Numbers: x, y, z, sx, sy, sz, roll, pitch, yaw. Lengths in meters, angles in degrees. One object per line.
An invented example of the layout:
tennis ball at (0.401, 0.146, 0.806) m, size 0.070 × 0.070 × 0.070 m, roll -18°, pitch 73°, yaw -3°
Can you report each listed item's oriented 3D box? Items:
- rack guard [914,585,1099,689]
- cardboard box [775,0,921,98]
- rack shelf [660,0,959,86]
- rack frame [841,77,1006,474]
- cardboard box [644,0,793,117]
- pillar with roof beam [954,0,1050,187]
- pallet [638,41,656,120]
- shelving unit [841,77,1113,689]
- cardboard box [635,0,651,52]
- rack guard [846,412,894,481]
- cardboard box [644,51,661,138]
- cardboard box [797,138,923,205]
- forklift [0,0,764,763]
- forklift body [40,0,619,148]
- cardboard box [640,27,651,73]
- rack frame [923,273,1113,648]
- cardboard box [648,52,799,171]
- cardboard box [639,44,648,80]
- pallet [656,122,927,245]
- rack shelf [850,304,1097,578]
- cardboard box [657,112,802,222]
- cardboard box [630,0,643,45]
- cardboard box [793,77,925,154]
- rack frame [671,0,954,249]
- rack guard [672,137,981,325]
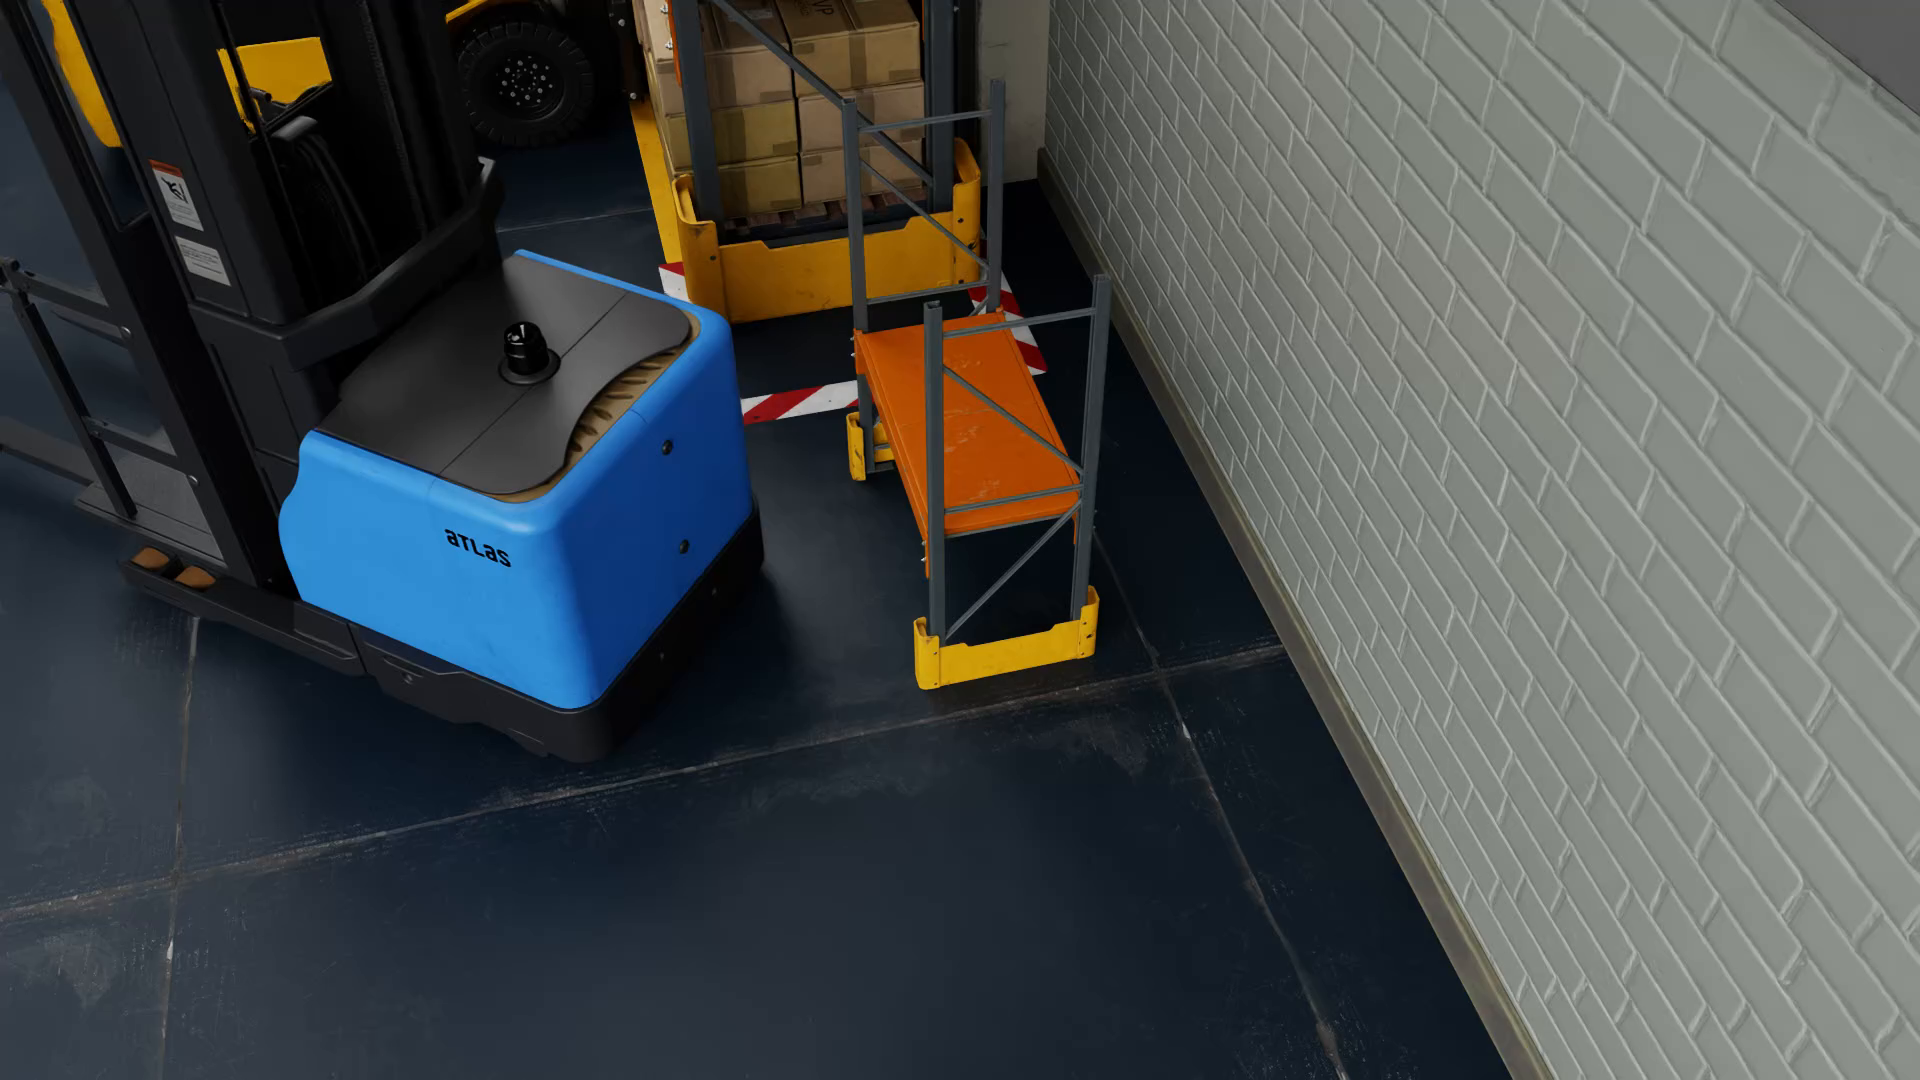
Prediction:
rack guard at (0.147, 0.309, 5.272) m, size 0.587 × 0.250 × 0.087 m, roll -11°, pitch 47°, yaw -10°
cardboard box at (-0.460, -2.011, 6.552) m, size 0.500 × 0.250 × 0.500 m, roll -11°, pitch 47°, yaw -11°
rack shelf at (-1.032, -3.239, 7.328) m, size 1.077 × 0.370 × 4.000 m, roll -11°, pitch 47°, yaw -10°
rack frame at (-0.108, -0.817, 5.501) m, size 0.500 × 1.500 × 0.032 m, roll -11°, pitch 47°, yaw -10°
cardboard box at (-0.939, -1.906, 6.449) m, size 0.500 × 0.250 × 0.500 m, roll -9°, pitch 46°, yaw -9°
pillar with roof beam at (-3.988, -4.069, 3.437) m, size 9.100 × 9.000 × 0.400 m, roll -11°, pitch 47°, yaw -10°
pallet at (-1.065, -2.495, 8.048) m, size 1.003 × 0.211 × 1.213 m, roll -11°, pitch 47°, yaw -10°
shelving unit at (0.020, -0.472, 5.163) m, size 0.587 × 1.500 × 1.083 m, roll -11°, pitch 47°, yaw -10°
cardboard box at (-1.076, -2.257, 6.793) m, size 0.500 × 0.250 × 0.500 m, roll -10°, pitch 46°, yaw -10°
rack guard at (-0.108, -0.379, 5.946) m, size 0.587 × 0.250 × 0.087 m, roll -11°, pitch 47°, yaw -10°
cardboard box at (-1.064, -1.907, 7.149) m, size 0.500 × 0.250 × 0.500 m, roll -11°, pitch 47°, yaw -10°
cardboard box at (-0.456, -1.670, 6.917) m, size 0.500 × 0.250 × 0.500 m, roll -11°, pitch 47°, yaw -10°
forklift at (-2.212, -1.094, 4.770) m, size 3.031 × 2.935 × 1.130 m, roll 19°, pitch 49°, yaw 18°
forklift body at (-2.769, -2.789, 6.977) m, size 2.313 × 2.155 × 1.214 m, roll -11°, pitch 47°, yaw -10°
cardboard box at (-1.065, -2.097, 6.986) m, size 0.500 × 0.250 × 0.500 m, roll -11°, pitch 47°, yaw -11°
rack frame at (0.152, -0.115, 4.813) m, size 0.500 × 1.500 × 0.032 m, roll -11°, pitch 47°, yaw -10°
cardboard box at (-0.947, -1.749, 6.645) m, size 0.500 × 0.250 × 0.500 m, roll -11°, pitch 47°, yaw -11°
cardboard box at (-1.183, -2.254, 7.490) m, size 0.500 × 0.250 × 0.500 m, roll -10°, pitch 46°, yaw -10°
pallet at (-0.756, -1.655, 7.224) m, size 1.003 × 0.211 × 1.213 m, roll -11°, pitch 47°, yaw -10°
rack shelf at (0.022, -0.340, 5.285) m, size 0.538 × 0.185 × 1.000 m, roll -11°, pitch 47°, yaw -10°
cardboard box at (-0.945, -1.562, 6.811) m, size 0.500 × 0.250 × 0.500 m, roll -10°, pitch 46°, yaw -10°
cardboard box at (-1.217, -2.450, 7.332) m, size 0.500 × 0.250 × 0.500 m, roll -12°, pitch 47°, yaw -11°
cardboard box at (-0.439, -1.833, 6.727) m, size 0.500 × 0.250 × 0.500 m, roll -10°, pitch 46°, yaw -10°
rack frame at (-0.520, -2.110, 5.718) m, size 1.000 × 3.000 × 0.127 m, roll -11°, pitch 47°, yaw -10°
rack guard at (-0.514, -1.219, 6.594) m, size 1.175 × 0.500 × 0.348 m, roll -11°, pitch 47°, yaw -10°
